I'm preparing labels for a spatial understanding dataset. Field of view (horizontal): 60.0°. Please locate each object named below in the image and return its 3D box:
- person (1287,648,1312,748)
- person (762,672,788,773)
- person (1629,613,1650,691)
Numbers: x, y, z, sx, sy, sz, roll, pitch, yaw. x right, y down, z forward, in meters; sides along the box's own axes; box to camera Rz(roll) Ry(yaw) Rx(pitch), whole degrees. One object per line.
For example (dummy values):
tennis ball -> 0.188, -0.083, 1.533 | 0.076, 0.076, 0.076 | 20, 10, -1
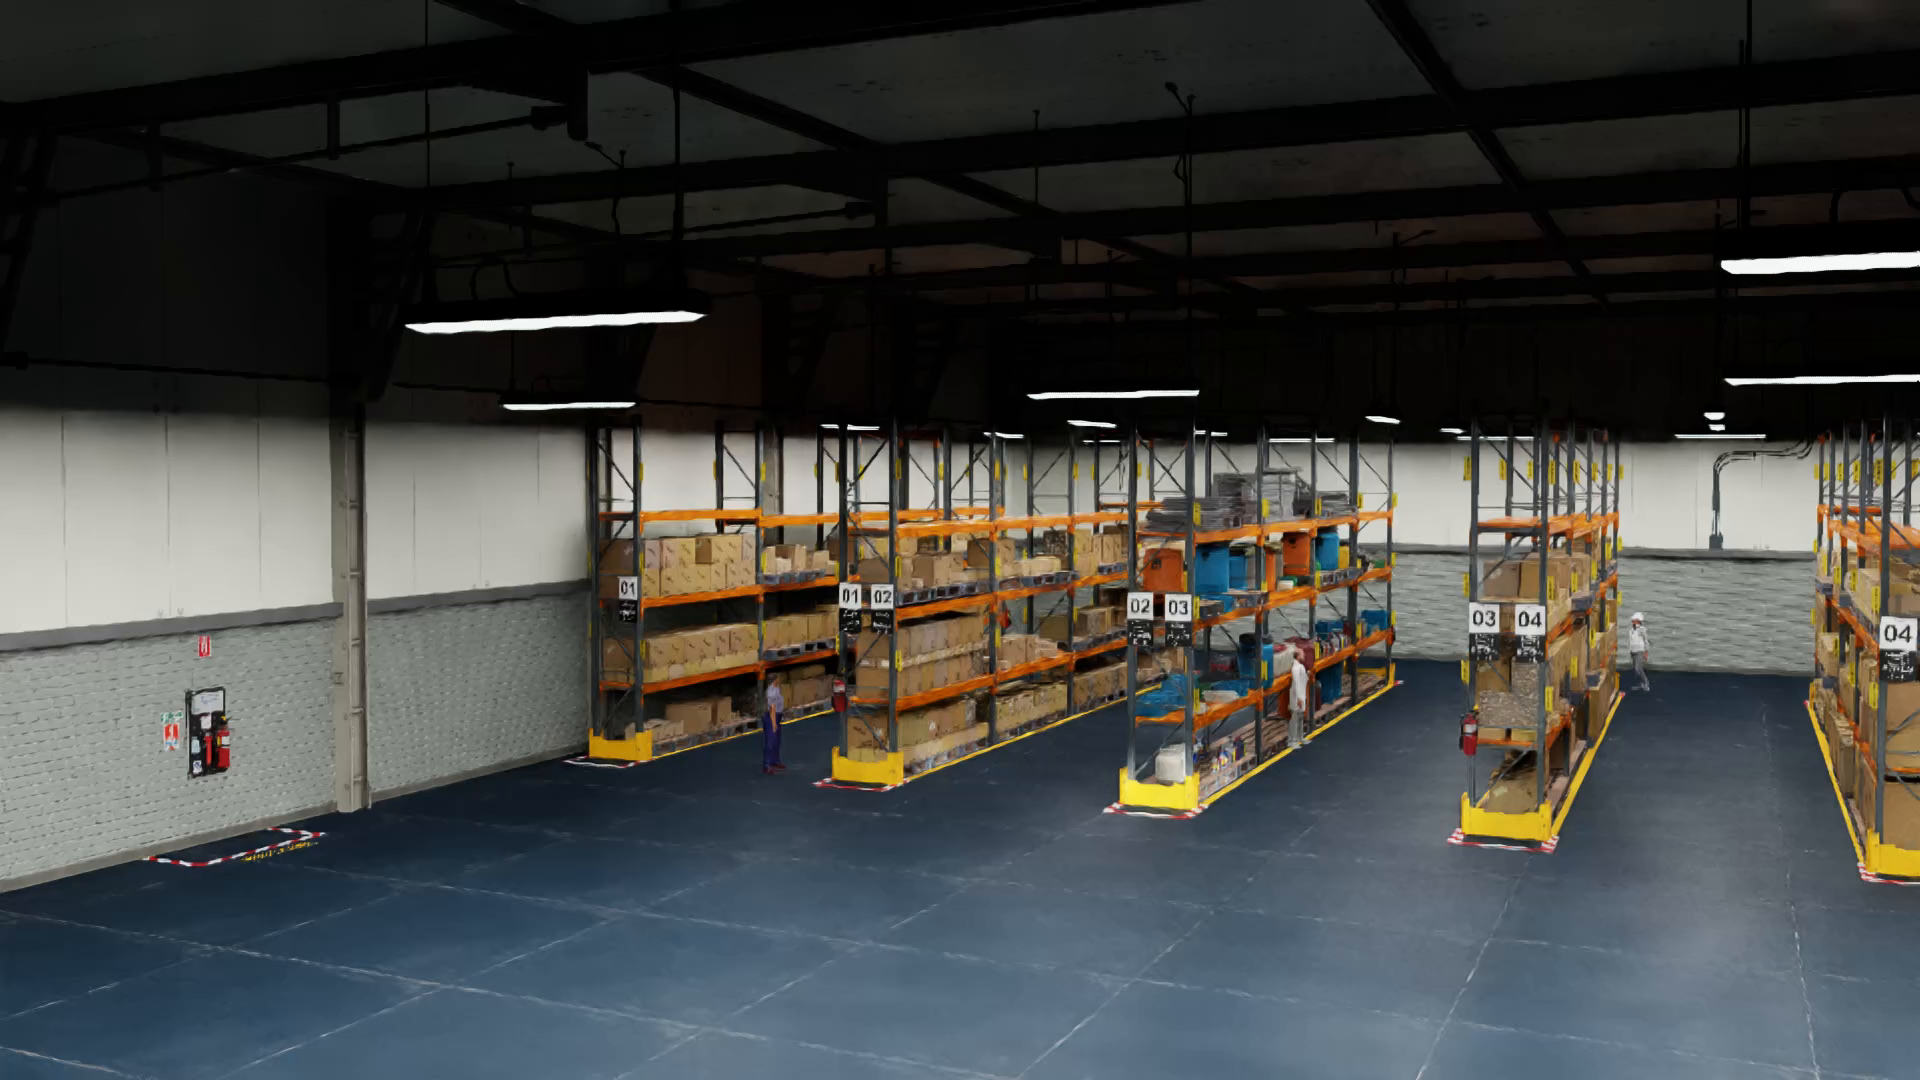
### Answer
person -> 6.158, 2.847, 30.170 | 0.434, 1.791, 0.710 | 1, 2, 15
person -> -3.083, 3.026, 27.748 | 0.420, 1.656, 0.531 | 0, 2, -6
person -> 15.508, 2.545, 37.964 | 0.390, 1.767, 0.629 | 0, 2, -6
